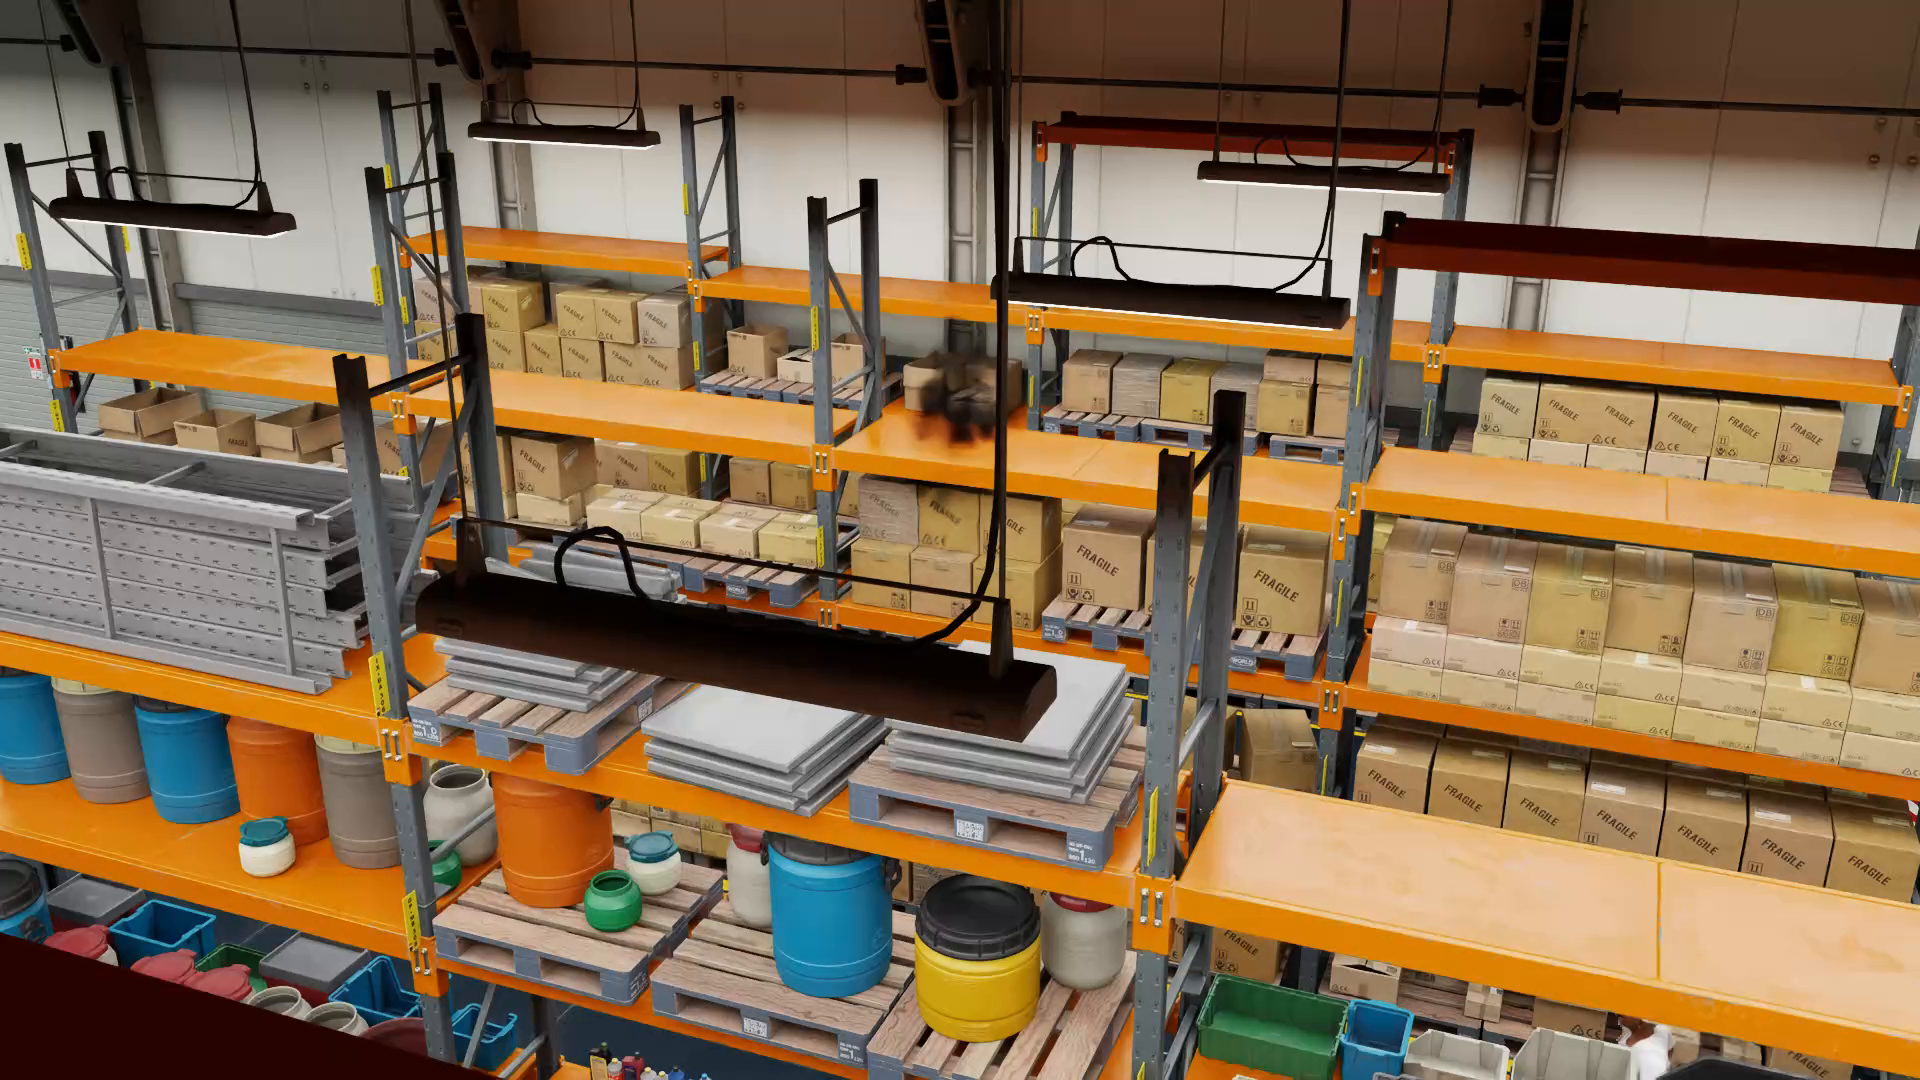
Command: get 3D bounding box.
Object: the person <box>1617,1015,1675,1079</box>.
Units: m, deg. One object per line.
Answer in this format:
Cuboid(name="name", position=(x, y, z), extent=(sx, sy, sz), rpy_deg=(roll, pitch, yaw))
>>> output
Cuboid(name="person", position=(4.217, 3.629, 10.469), extent=(0.736, 1.783, 0.697), rpy_deg=(3, 21, 8))
